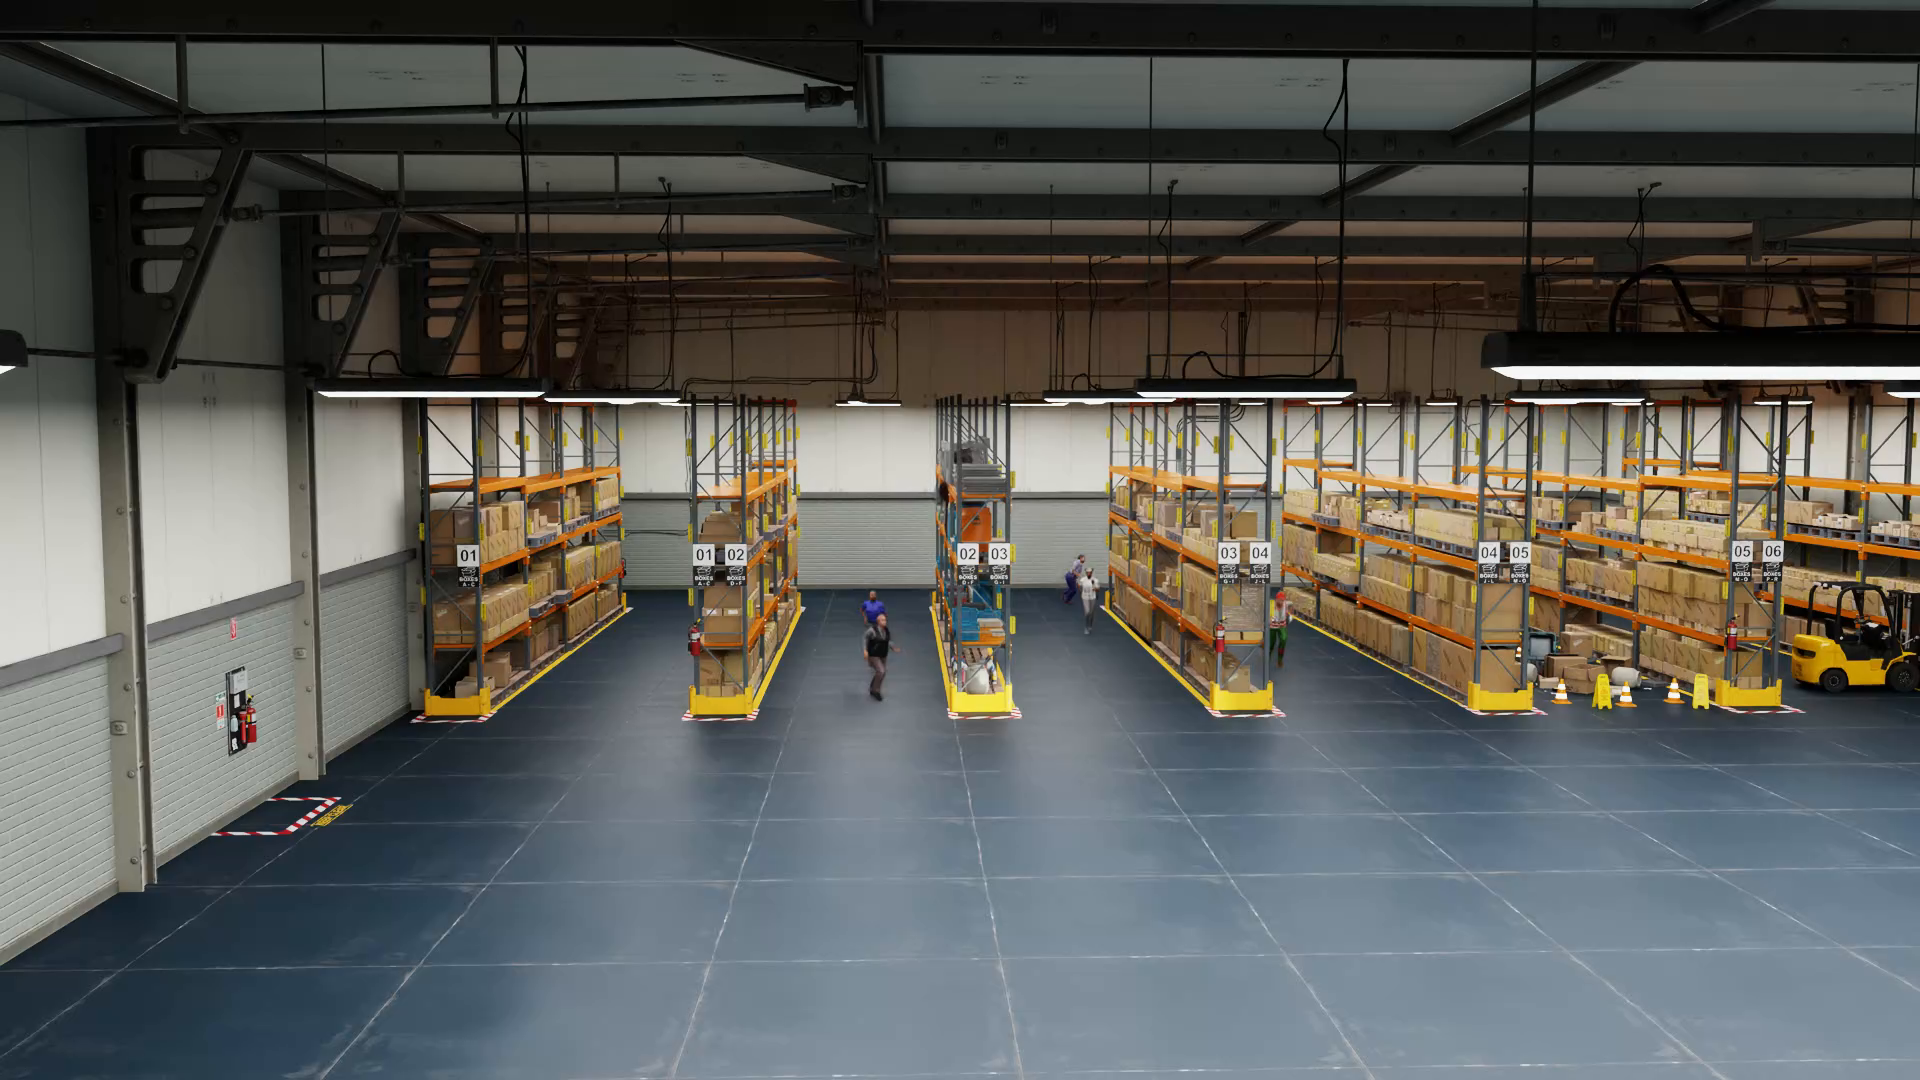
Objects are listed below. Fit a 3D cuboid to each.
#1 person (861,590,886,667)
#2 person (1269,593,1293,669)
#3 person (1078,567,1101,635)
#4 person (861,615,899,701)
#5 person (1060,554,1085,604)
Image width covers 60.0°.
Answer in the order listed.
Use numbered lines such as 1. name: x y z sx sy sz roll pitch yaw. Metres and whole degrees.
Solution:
1. person: -1.940 1.965 37.294 0.579 1.683 0.744 0 4 -2
2. person: 7.054 1.992 37.034 0.713 1.732 1.030 -1 5 -7
3. person: 3.301 1.538 42.397 0.562 1.732 0.750 0 4 -1
4. person: -1.612 2.313 32.776 0.638 1.700 0.830 -4 6 -39
5. person: 3.330 1.142 48.926 0.796 1.484 0.628 1 5 16
